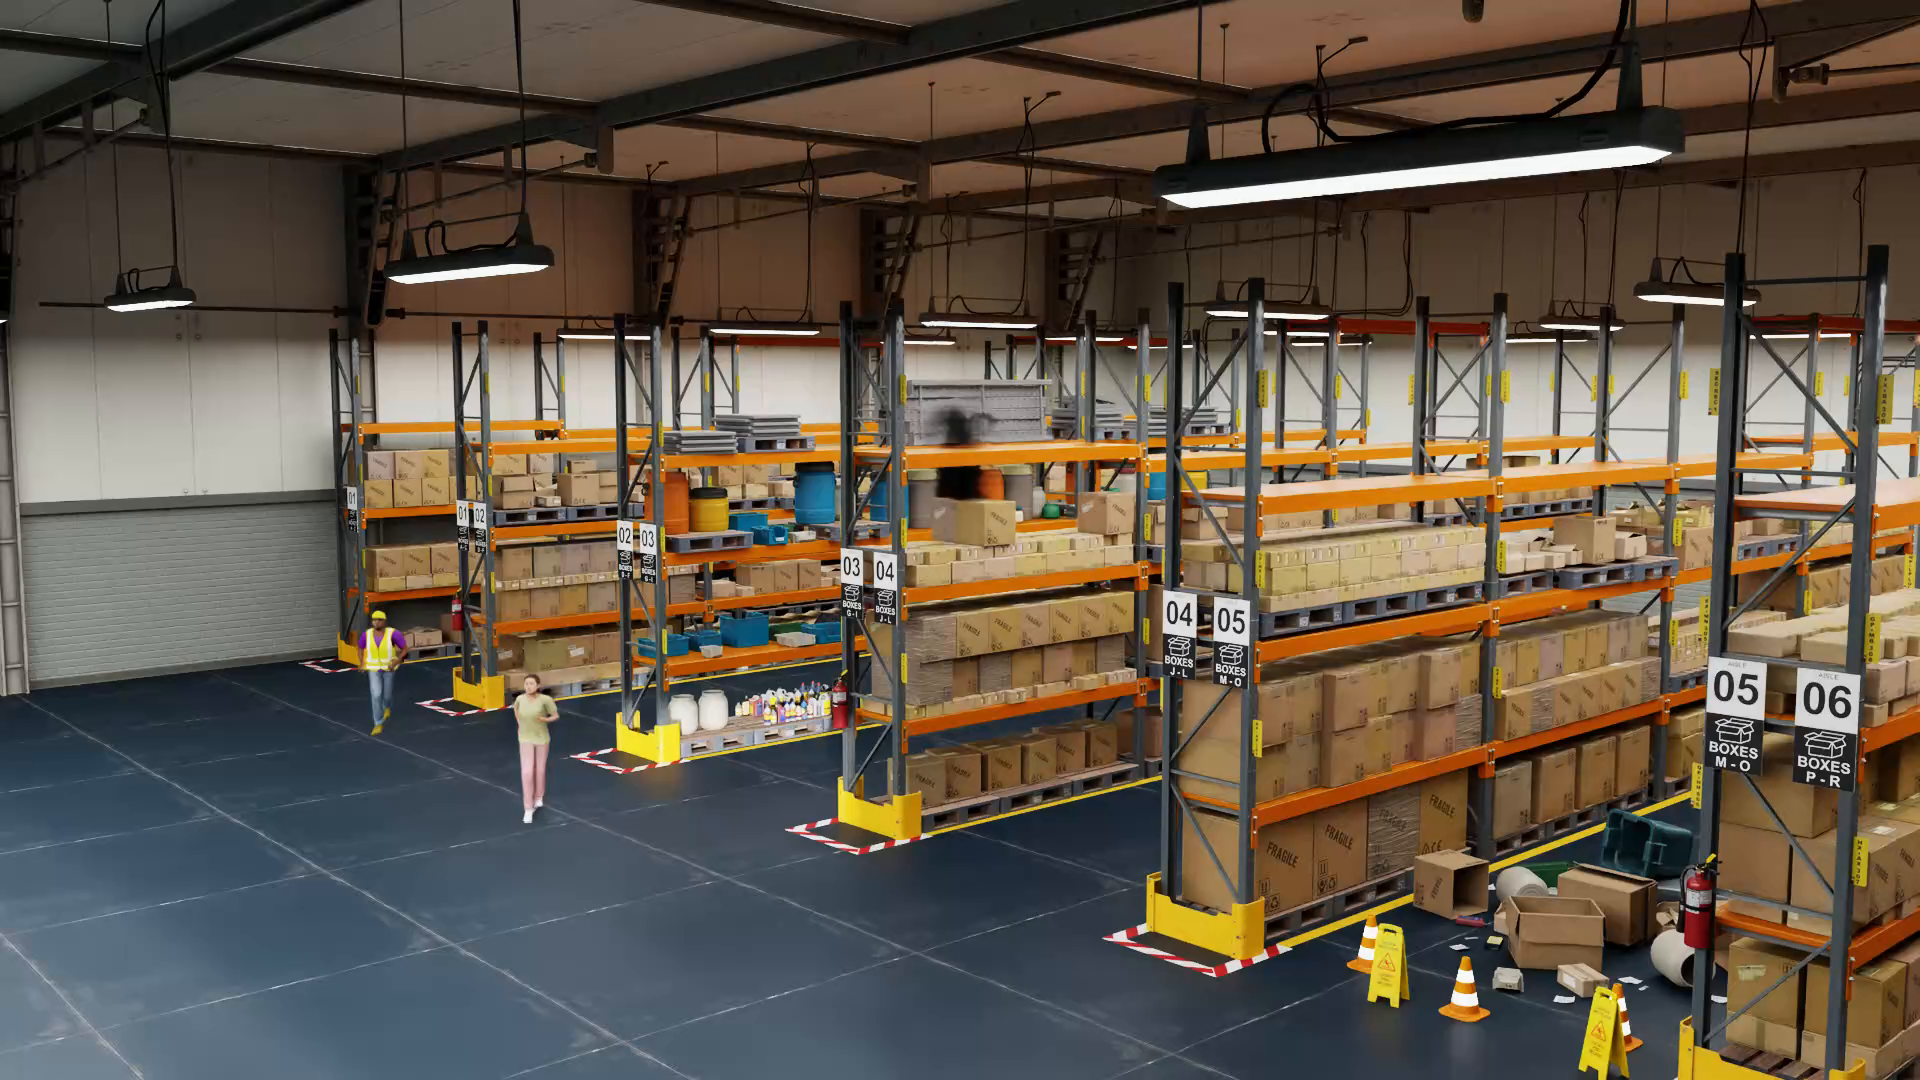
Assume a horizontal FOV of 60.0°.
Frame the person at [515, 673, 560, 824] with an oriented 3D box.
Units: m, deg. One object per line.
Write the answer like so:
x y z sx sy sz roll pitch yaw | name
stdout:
-4.975 2.410 19.566 0.549 1.725 0.793 -1 6 -8 | person

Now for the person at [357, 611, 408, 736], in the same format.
-8.422 1.895 24.284 0.716 1.771 0.828 -1 6 -13 | person

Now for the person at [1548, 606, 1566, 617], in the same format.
9.189 1.787 25.589 0.661 1.746 0.707 5 8 42 | person
